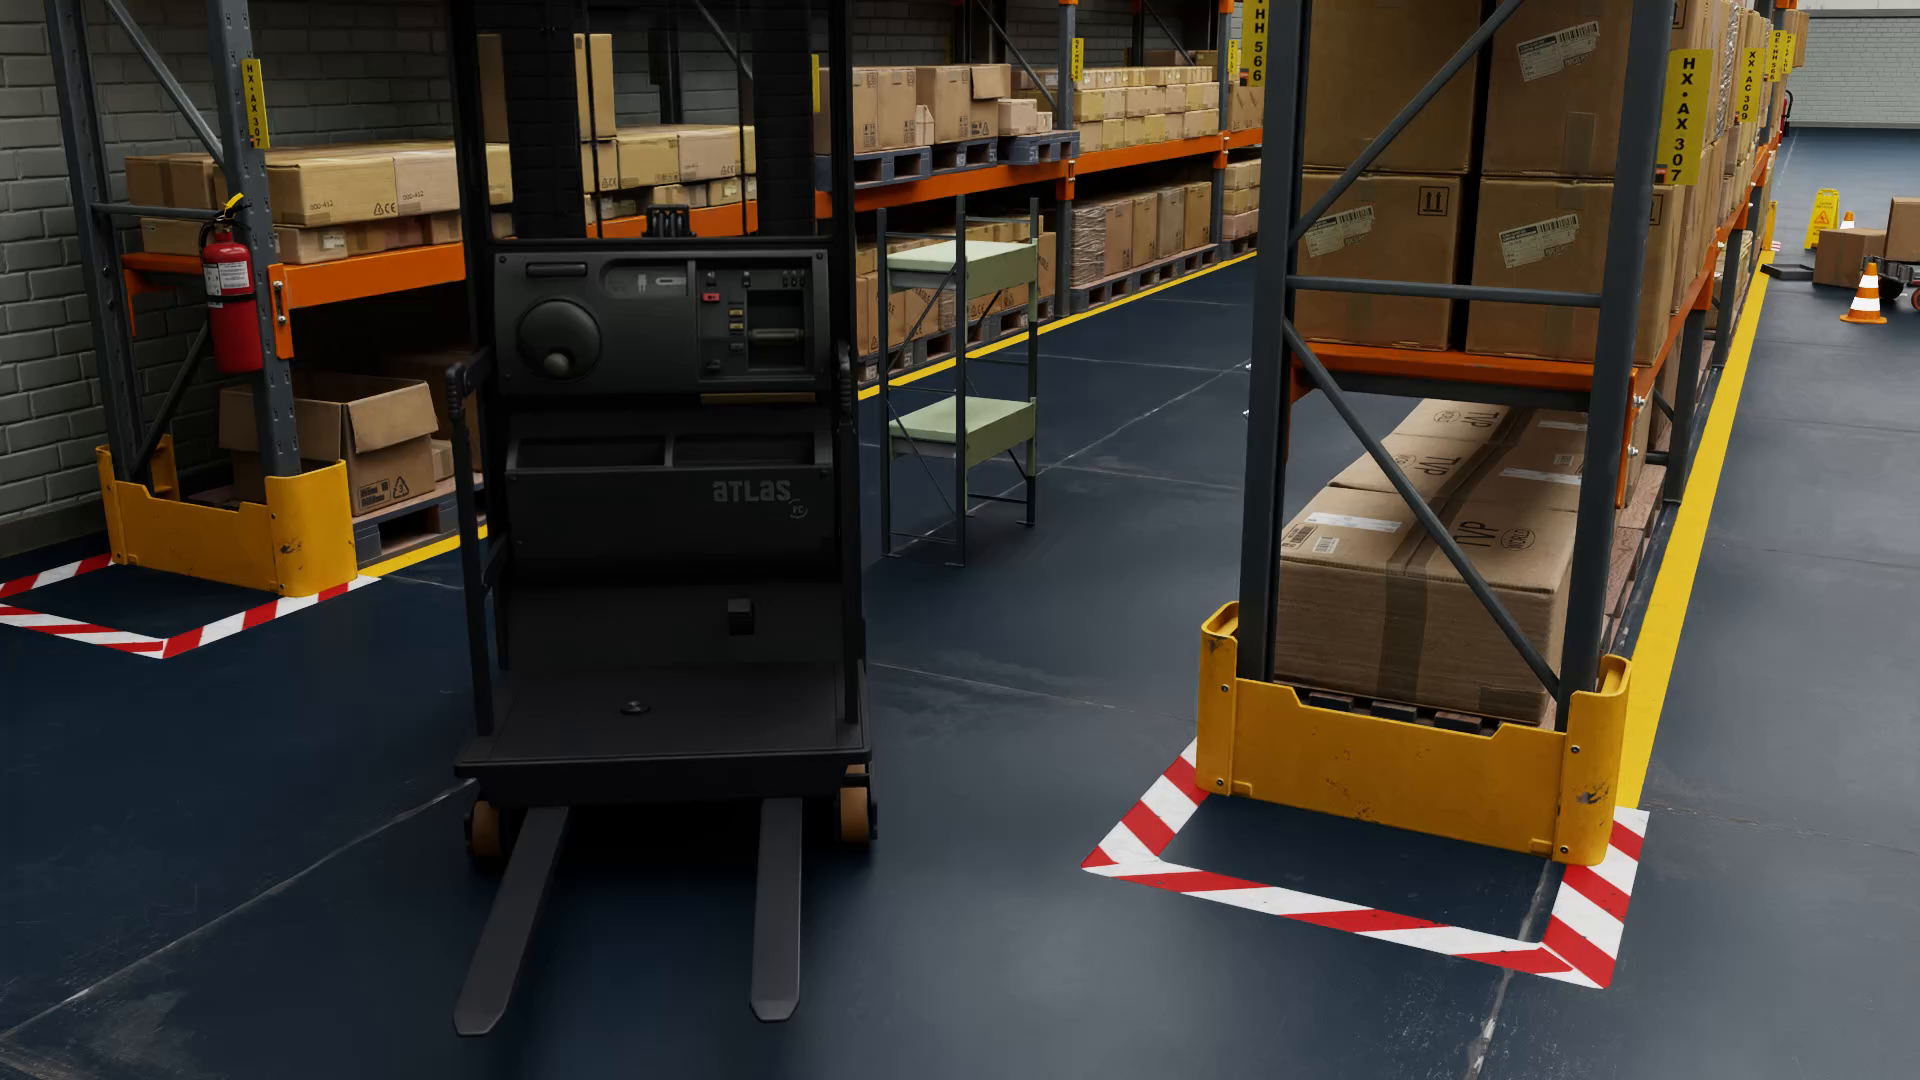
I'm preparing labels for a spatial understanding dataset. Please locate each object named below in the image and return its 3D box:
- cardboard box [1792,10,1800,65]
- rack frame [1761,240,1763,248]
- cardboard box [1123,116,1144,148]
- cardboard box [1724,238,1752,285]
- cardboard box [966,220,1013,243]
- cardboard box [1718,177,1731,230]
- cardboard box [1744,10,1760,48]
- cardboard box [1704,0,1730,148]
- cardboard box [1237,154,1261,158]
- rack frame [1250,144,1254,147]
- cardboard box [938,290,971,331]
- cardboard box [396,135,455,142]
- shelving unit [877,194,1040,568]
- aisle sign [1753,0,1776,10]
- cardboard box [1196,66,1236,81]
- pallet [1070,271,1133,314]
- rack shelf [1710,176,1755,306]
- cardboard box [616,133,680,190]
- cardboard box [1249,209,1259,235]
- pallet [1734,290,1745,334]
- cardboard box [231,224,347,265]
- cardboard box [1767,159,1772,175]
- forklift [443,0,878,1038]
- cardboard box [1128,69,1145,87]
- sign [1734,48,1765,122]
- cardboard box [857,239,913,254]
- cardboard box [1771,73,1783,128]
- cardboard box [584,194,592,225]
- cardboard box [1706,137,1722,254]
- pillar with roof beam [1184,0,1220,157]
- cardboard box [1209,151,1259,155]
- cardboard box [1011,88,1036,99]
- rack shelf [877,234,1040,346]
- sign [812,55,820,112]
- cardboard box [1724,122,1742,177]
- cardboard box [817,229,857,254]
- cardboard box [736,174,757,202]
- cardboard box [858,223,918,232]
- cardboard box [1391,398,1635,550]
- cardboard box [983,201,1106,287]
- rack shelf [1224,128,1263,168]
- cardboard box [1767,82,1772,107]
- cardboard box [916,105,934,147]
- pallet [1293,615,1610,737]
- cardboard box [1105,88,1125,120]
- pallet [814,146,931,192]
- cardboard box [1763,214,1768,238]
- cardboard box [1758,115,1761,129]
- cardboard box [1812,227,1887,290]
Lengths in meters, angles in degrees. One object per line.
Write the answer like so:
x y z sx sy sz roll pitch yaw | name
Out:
7.300 -4.604 15.303 0.700 0.500 0.500 8 18 26 | cardboard box
8.449 -4.741 18.219 1.000 3.000 0.127 8 18 25 | rack frame
1.302 -3.604 14.653 0.500 0.250 0.500 7 18 24 | cardboard box
6.111 -2.347 14.035 0.950 0.372 0.625 9 19 29 | cardboard box
0.187 -2.355 12.699 0.380 0.149 0.250 7 18 24 | cardboard box
3.520 -1.691 8.214 0.500 0.250 0.500 8 18 24 | cardboard box
3.541 -2.287 8.026 0.500 0.500 0.500 8 18 26 | cardboard box
2.439 -1.671 5.950 0.500 0.500 0.500 8 18 26 | cardboard box
3.407 -4.189 18.694 0.500 0.250 0.500 8 18 24 | cardboard box
4.007 -5.372 20.342 1.000 3.000 0.127 8 18 25 | rack frame
-0.244 -1.808 11.995 0.500 0.500 0.500 7 18 23 | cardboard box
-2.484 -1.908 8.421 0.500 0.250 0.500 8 18 25 | cardboard box
0.003 -0.721 7.317 0.431 1.500 0.755 8 18 25 | shelving unit
8.736 -5.966 17.778 0.394 0.787 0.004 8 18 25 | aisle sign
2.597 -4.760 16.966 0.380 0.149 0.250 8 18 24 | cardboard box
0.835 -2.202 14.568 1.003 0.211 1.213 8 18 25 | pallet
3.981 -1.849 9.746 1.077 0.370 4.000 8 18 25 | rack shelf
-1.810 -1.970 8.631 0.500 0.250 0.500 8 18 25 | cardboard box
2.945 -3.449 17.959 0.500 0.250 0.500 8 18 24 | cardboard box
5.771 -1.875 13.468 1.003 0.211 1.213 8 18 25 | pallet
-2.750 -1.225 6.821 0.380 0.149 0.250 8 18 25 | cardboard box
7.504 -3.547 15.835 0.380 0.149 0.250 9 19 27 | cardboard box
-0.815 -0.626 4.485 1.130 2.935 3.031 -1 17 -5 | forklift
1.405 -4.067 14.634 0.380 0.149 0.250 9 19 27 | cardboard box
3.584 -2.067 7.557 0.100 0.325 0.005 8 18 25 | sign
-0.543 -1.964 11.384 0.380 0.149 0.250 8 18 25 | cardboard box
7.108 -3.990 14.990 0.500 0.500 0.500 8 18 25 | cardboard box
-2.031 -1.616 8.139 0.380 0.149 0.250 9 19 27 | cardboard box
2.883 -1.450 6.963 0.500 0.500 0.500 8 18 24 | cardboard box
6.741 -7.637 17.433 9.100 9.000 0.400 8 18 25 | pillar with roof beam
3.170 -4.382 19.346 0.500 0.250 0.500 8 18 25 | cardboard box
0.384 -3.652 13.936 0.500 0.250 0.500 9 19 27 | cardboard box
0.003 -1.095 7.205 0.431 0.370 0.720 8 18 25 | rack shelf
-0.866 -2.663 9.702 0.100 0.325 0.005 8 18 25 | sign
3.536 -1.929 8.135 0.500 0.250 0.500 8 18 24 | cardboard box
-0.884 -1.902 10.650 0.380 0.149 0.250 7 18 23 | cardboard box
-1.369 -2.012 9.473 0.380 0.149 0.250 9 19 27 | cardboard box
-0.540 -2.287 12.470 0.380 0.149 0.250 8 18 24 | cardboard box
2.311 -0.283 6.973 0.875 0.438 0.875 8 18 24 | cardboard box
0.723 -2.554 14.289 0.875 0.625 0.625 9 19 27 | cardboard box
3.113 -4.518 18.730 1.077 0.370 4.000 8 18 25 | rack shelf
6.440 -3.841 13.752 0.500 0.500 0.500 8 18 26 | cardboard box
-0.391 -2.757 11.038 0.396 0.266 0.258 9 19 28 | cardboard box
1.587 0.457 5.614 1.003 0.211 1.213 8 18 25 | pallet
1.074 -3.711 14.137 0.500 0.250 0.500 9 19 27 | cardboard box
-0.901 -2.413 10.717 1.003 0.211 1.213 8 18 25 | pallet
8.318 -3.378 17.722 0.500 0.250 0.500 8 18 25 | cardboard box
6.210 -3.379 13.337 0.380 0.149 0.250 8 18 25 | cardboard box
8.358 -2.625 15.481 0.500 0.500 0.500 -7 18 -22 | cardboard box
